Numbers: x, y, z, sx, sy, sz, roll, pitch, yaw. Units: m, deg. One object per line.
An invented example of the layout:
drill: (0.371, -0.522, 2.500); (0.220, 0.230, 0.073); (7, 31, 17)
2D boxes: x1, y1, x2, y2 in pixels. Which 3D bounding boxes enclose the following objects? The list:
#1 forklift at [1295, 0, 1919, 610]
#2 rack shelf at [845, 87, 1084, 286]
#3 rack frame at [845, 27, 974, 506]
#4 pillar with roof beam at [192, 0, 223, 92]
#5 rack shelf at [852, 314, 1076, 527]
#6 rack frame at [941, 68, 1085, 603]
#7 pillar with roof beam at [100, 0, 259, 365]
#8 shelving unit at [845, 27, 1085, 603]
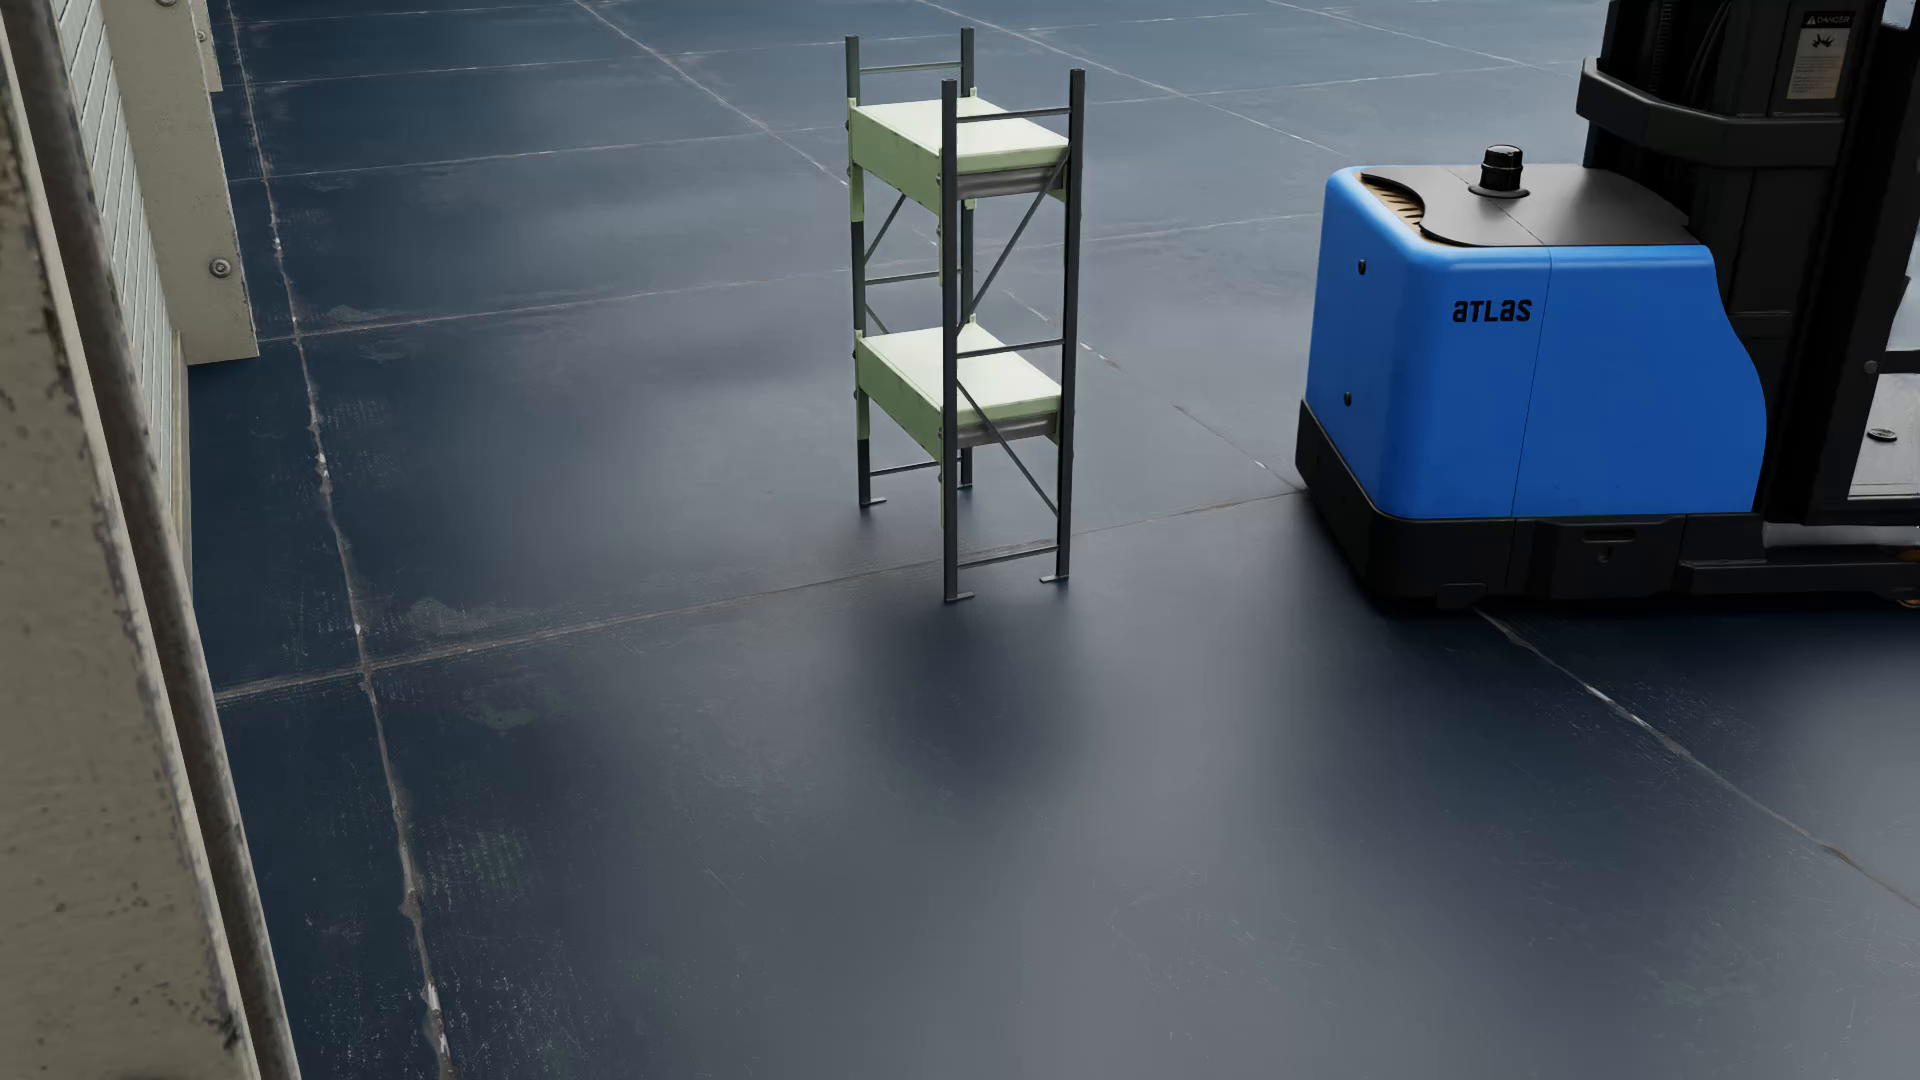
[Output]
forklift: (2.663, -1.350, 4.675); (3.031, 2.935, 1.130); (-1, 26, -3)
rack shelf: (-0.003, -1.027, 4.755); (0.431, 0.370, 0.720); (-11, 28, -21)
rack frame: (-0.146, -0.824, 5.229); (0.400, 1.500, 0.023); (-11, 28, -21)
pillar with roof beam: (-1.468, -8.009, 11.397); (9.100, 9.000, 0.400); (-11, 28, -21)
rack shelf: (-0.003, -0.384, 5.069); (0.431, 0.370, 0.720); (-11, 28, -21)
rack frame: (0.141, -0.529, 4.624); (0.400, 1.500, 0.023); (-11, 28, -21)
pillar with roof beam: (0.882, -5.587, 6.436); (9.100, 9.000, 0.400); (-11, 28, -21)
shelving unit: (-0.003, -0.677, 4.926); (0.431, 1.500, 0.755); (-11, 28, -21)
